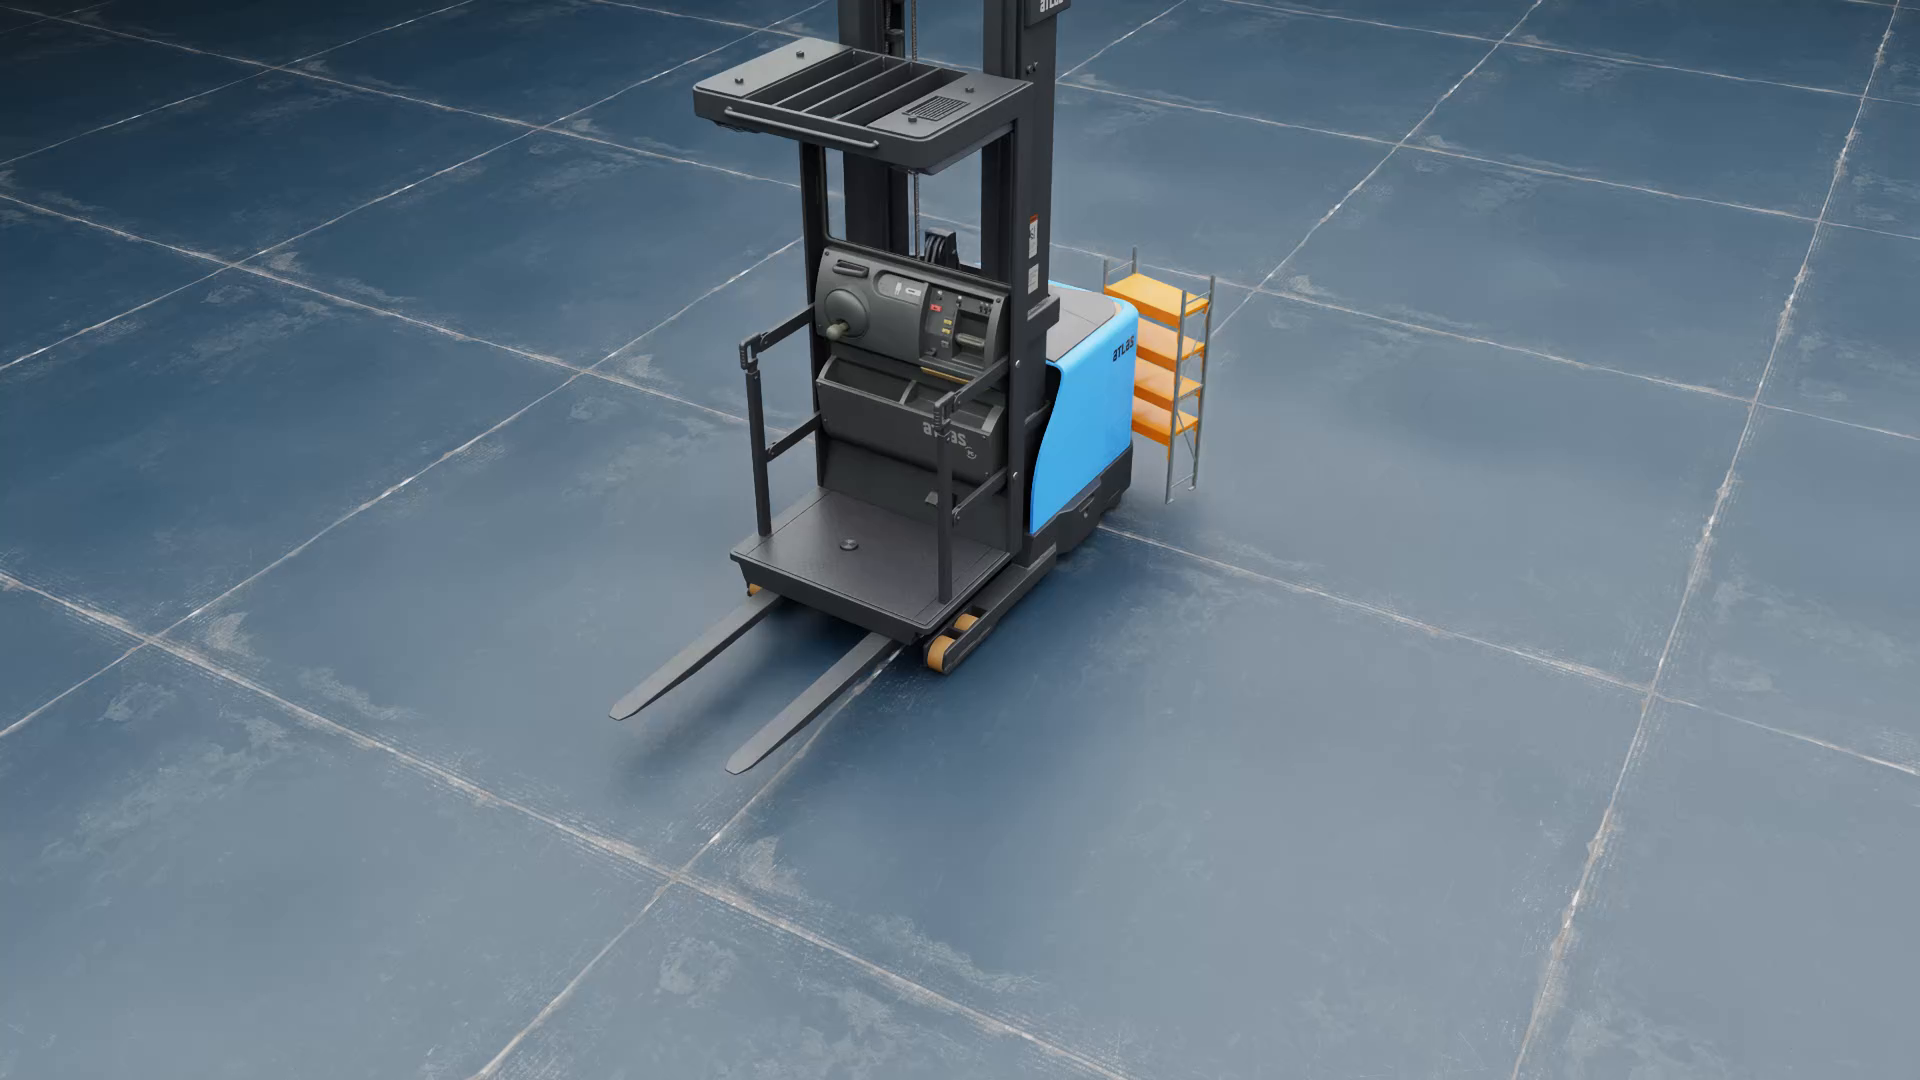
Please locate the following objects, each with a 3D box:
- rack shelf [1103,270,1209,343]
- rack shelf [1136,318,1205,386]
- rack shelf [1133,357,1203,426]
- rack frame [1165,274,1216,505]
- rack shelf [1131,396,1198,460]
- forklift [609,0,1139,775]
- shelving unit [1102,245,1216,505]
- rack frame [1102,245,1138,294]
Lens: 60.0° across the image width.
[{"bbox_3d":[0.968,-1.153,8.189,0.480,0.148,0.258,29,43,36],"label":"rack shelf"},{"bbox_3d":[0.968,-0.956,8.320,0.480,0.148,0.258,29,43,36],"label":"rack shelf"},{"bbox_3d":[0.968,-0.770,8.444,0.480,0.148,0.258,29,43,36],"label":"rack shelf"},{"bbox_3d":[1.141,-0.730,8.264,0.015,1.200,0.240,29,43,36],"label":"rack frame"},{"bbox_3d":[0.968,-0.604,8.555,0.480,0.148,0.258,29,43,36],"label":"rack shelf"},{"bbox_3d":[-0.338,-0.927,6.998,1.130,2.935,3.031,20,38,27],"label":"forklift"},{"bbox_3d":[0.968,-0.826,8.407,0.503,1.200,0.258,29,43,36],"label":"shelving unit"},{"bbox_3d":[0.796,-0.921,8.551,0.015,1.200,0.240,29,43,36],"label":"rack frame"}]
